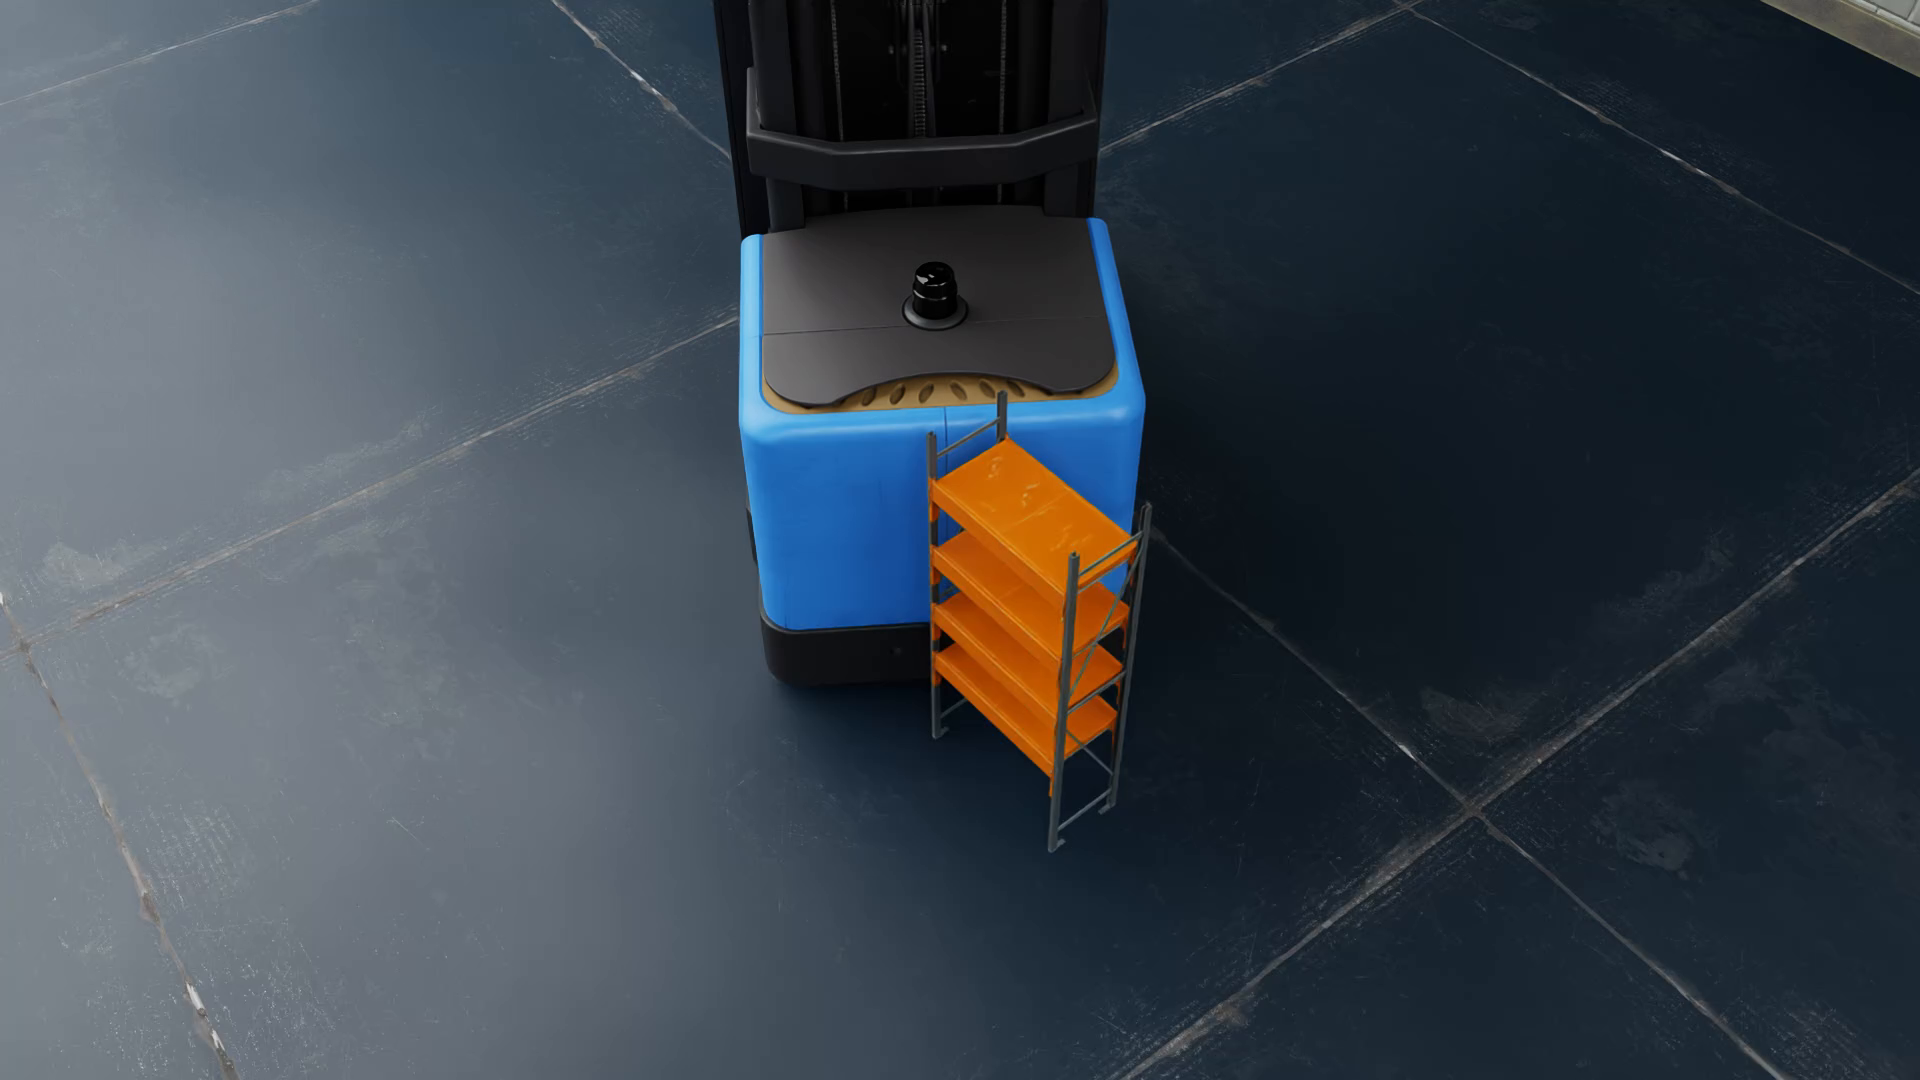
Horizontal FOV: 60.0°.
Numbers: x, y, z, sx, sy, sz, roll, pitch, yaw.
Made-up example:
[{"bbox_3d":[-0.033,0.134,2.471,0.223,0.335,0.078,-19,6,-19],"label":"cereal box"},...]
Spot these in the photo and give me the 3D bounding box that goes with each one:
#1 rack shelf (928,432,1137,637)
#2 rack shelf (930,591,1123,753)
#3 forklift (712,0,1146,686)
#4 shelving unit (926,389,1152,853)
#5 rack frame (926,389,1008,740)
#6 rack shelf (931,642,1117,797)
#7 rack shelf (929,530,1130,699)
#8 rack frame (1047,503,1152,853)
[{"bbox_3d":[0.175,-0.021,3.929,0.258,0.148,0.480,-32,55,-26],"label":"rack shelf"},{"bbox_3d":[0.175,0.288,4.270,0.258,0.148,0.480,-32,55,-26],"label":"rack shelf"},{"bbox_3d":[-0.154,-1.660,4.776,1.130,2.935,3.031,-3,48,-3],"label":"forklift"},{"bbox_3d":[0.175,0.243,4.220,0.258,1.200,0.503,-32,55,-26],"label":"shelving unit"},{"bbox_3d":[0.017,0.105,4.345,0.240,1.200,0.015,-32,55,-26],"label":"rack frame"},{"bbox_3d":[0.175,0.422,4.417,0.258,0.148,0.480,-32,55,-26],"label":"rack shelf"},{"bbox_3d":[0.175,0.138,4.104,0.258,0.148,0.480,-32,55,-26],"label":"rack shelf"},{"bbox_3d":[0.332,0.381,4.095,0.240,1.200,0.015,-32,55,-26],"label":"rack frame"}]
